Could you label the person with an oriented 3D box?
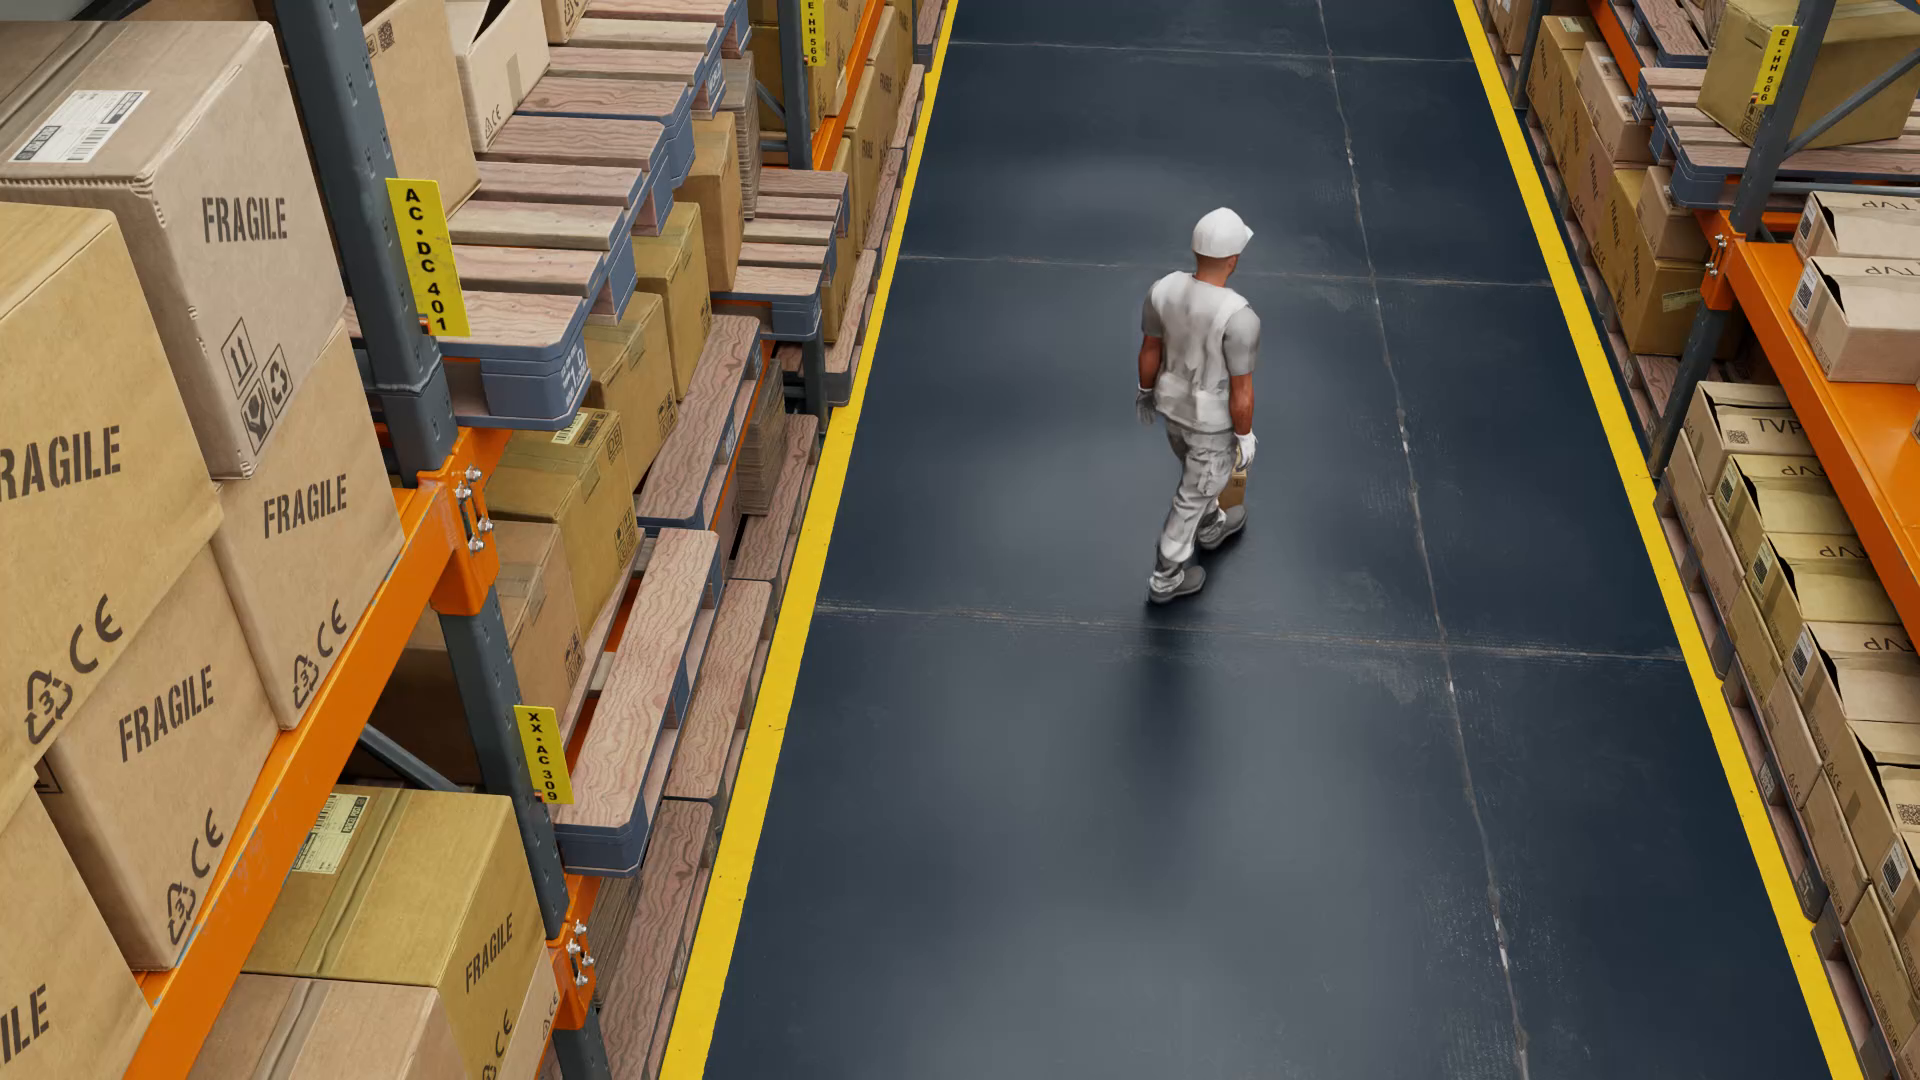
[{"bbox_3d":[1.076,-0.579,6.816,0.726,1.773,0.577,-29,48,-30],"label":"person"}]
